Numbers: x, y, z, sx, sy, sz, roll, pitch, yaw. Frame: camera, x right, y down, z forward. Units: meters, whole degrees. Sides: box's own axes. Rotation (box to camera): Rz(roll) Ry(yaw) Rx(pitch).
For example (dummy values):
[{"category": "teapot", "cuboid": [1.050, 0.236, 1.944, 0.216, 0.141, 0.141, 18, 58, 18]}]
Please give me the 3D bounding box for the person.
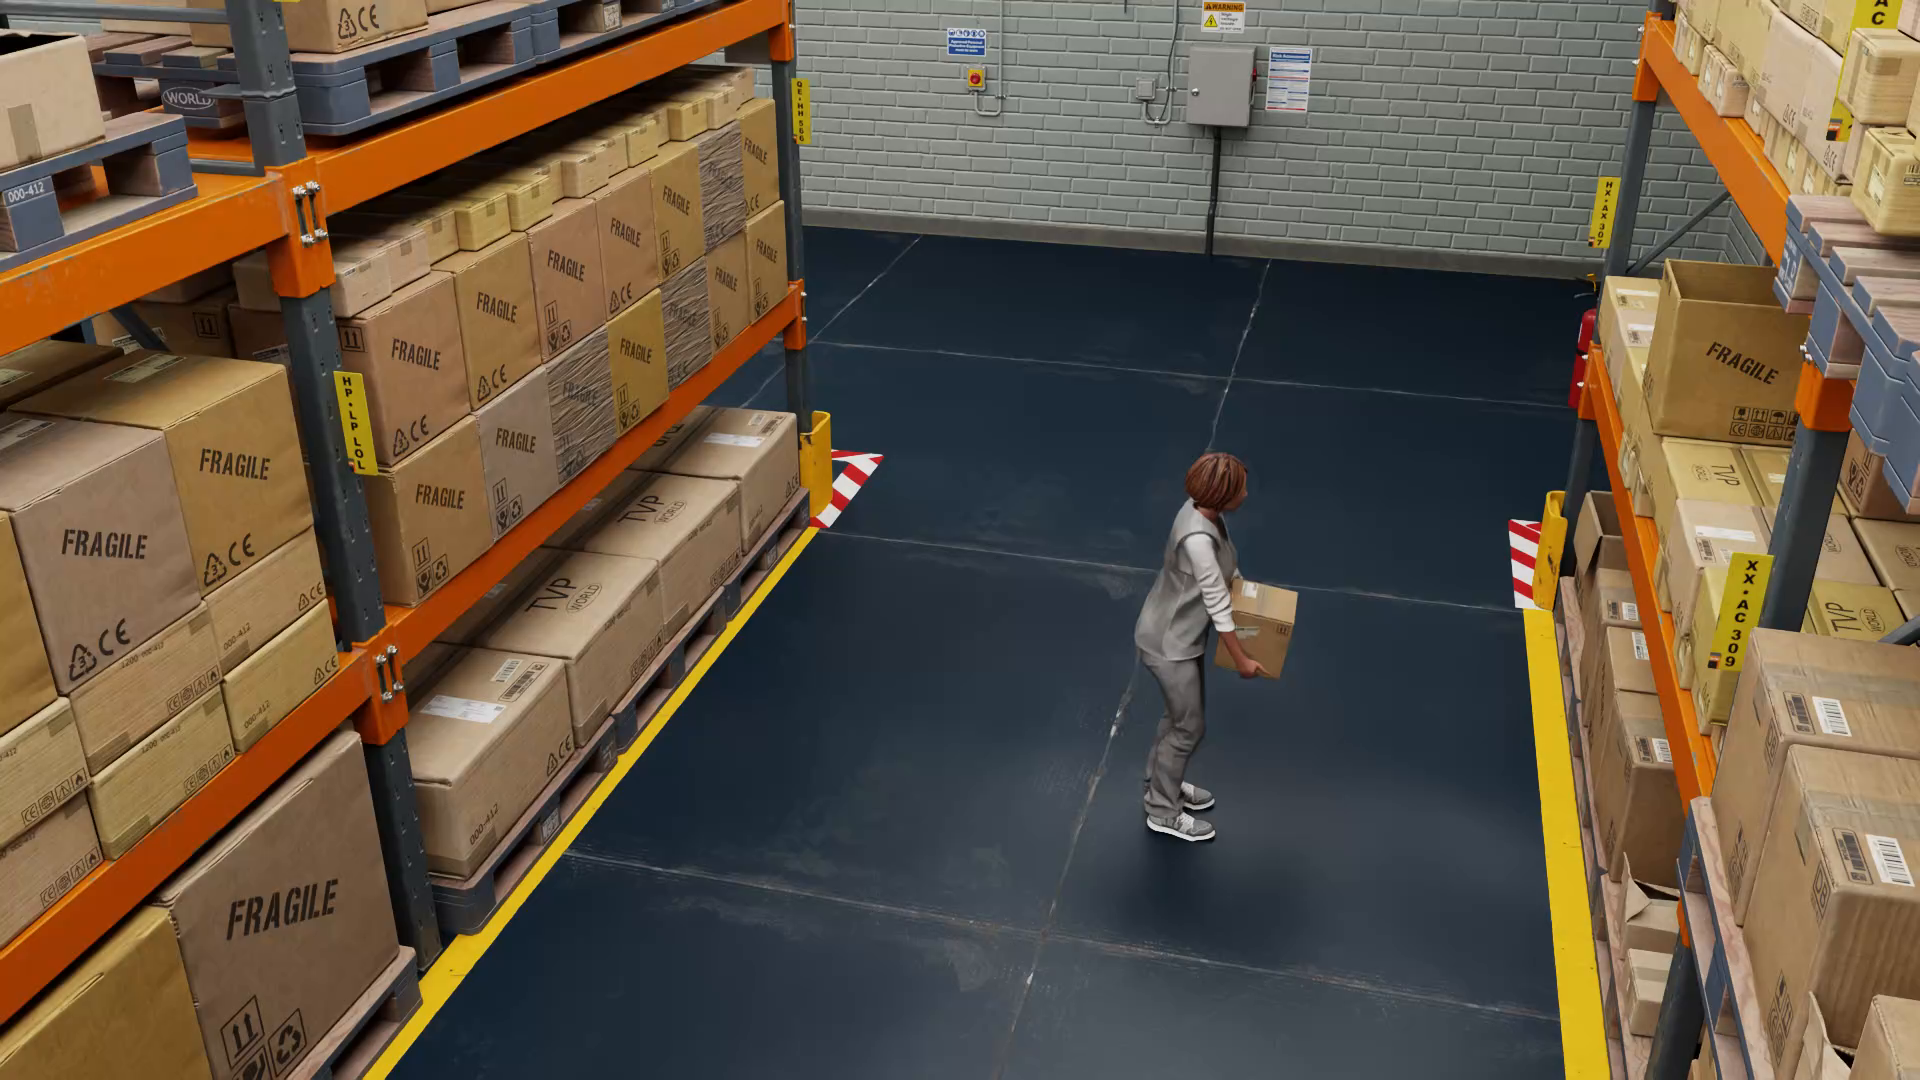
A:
[{"category": "person", "cuboid": [0.918, 0.403, 6.305, 0.515, 1.587, 0.373, 6, 26, 12]}]
